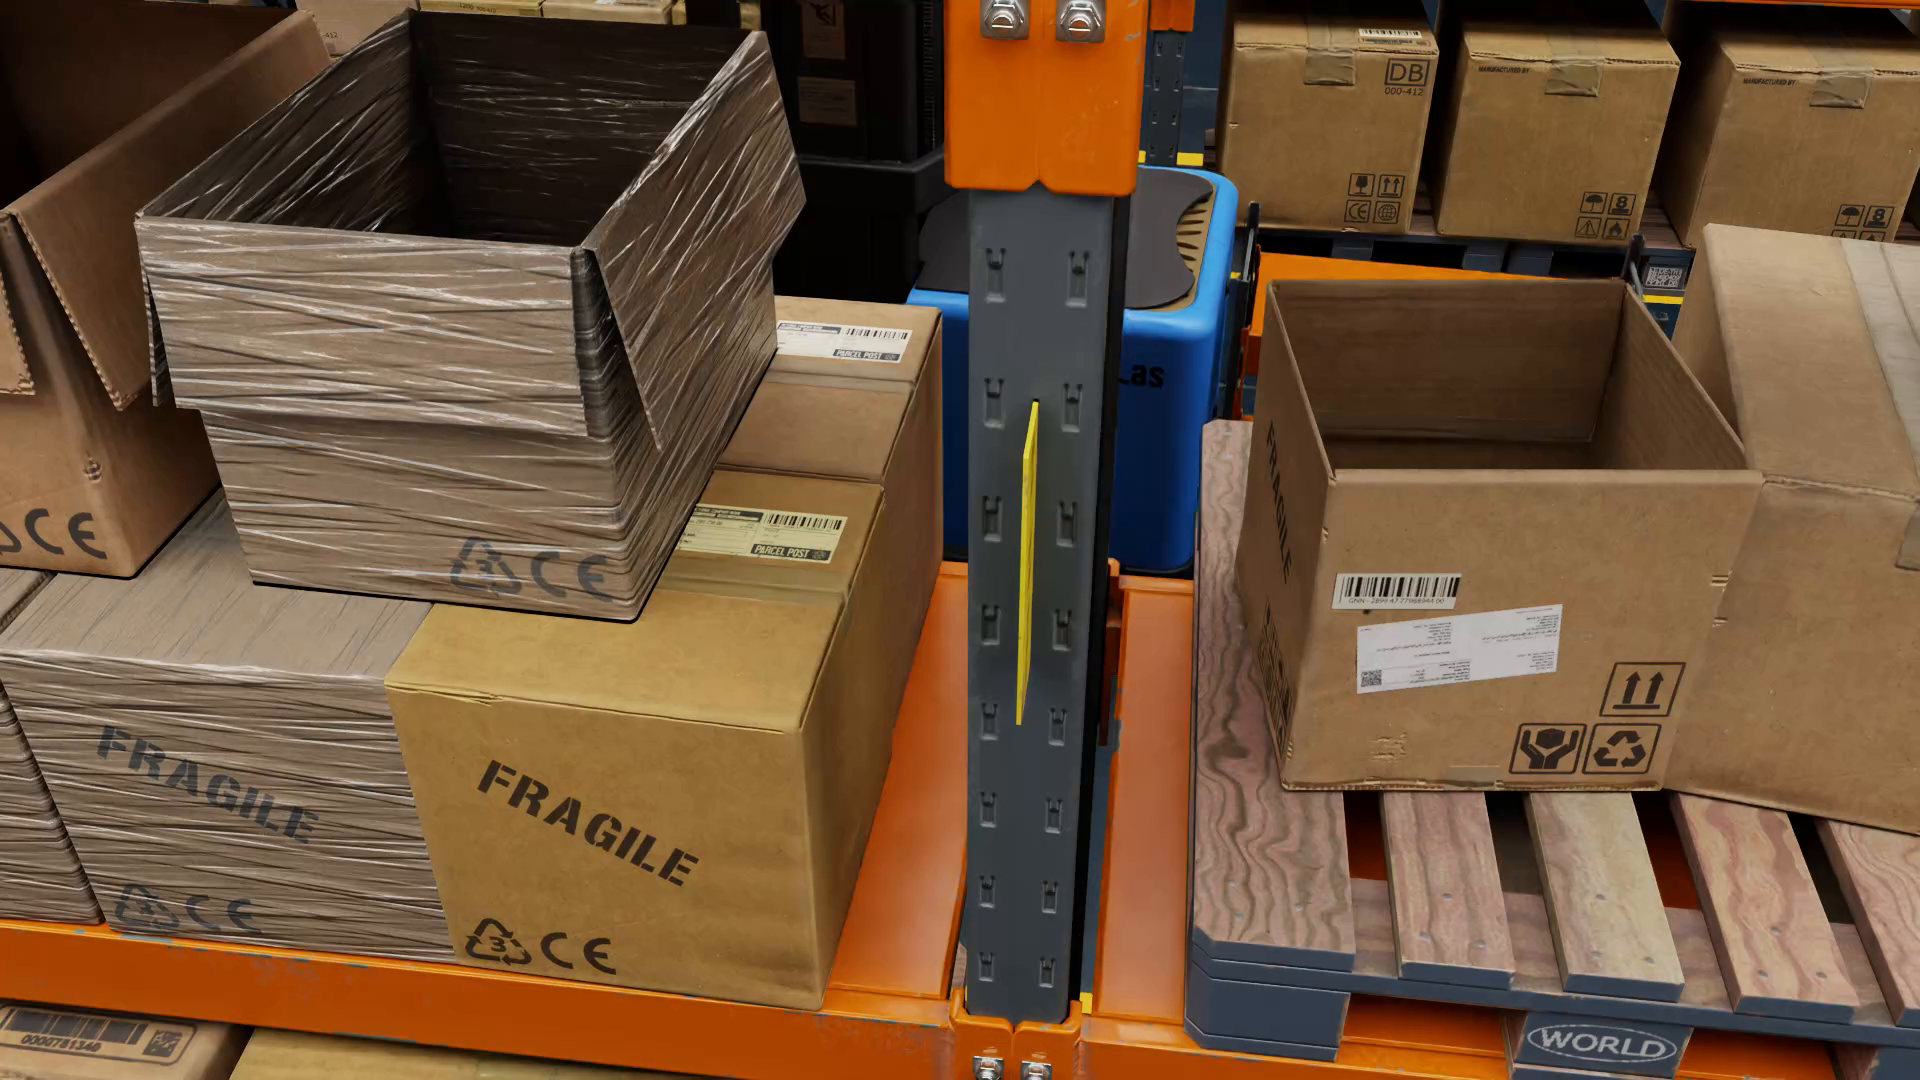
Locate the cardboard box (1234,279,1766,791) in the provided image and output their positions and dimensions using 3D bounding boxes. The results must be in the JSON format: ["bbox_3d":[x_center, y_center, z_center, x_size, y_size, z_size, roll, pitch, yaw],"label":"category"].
[{"bbox_3d":[0.674,-0.015,2.241,0.500,0.500,0.500,0,36,0],"label":"cardboard box"}]

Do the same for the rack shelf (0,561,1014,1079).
[{"bbox_3d":[-1.851,0.325,2.832,4.000,0.370,1.077,4,36,6],"label":"rack shelf"}]

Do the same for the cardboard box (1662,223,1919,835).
[{"bbox_3d":[1.240,-0.031,2.264,0.500,0.500,0.700,9,37,13],"label":"cardboard box"}]

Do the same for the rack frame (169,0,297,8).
[{"bbox_3d":[-3.102,-2.967,6.825,0.127,3.000,1.000,4,36,6],"label":"rack frame"}]

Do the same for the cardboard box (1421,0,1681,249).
[{"bbox_3d":[2.325,-1.766,6.718,0.750,0.750,1.050,5,36,7],"label":"cardboard box"}]

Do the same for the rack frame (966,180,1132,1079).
[{"bbox_3d":[0.133,0.180,2.416,0.127,3.000,1.000,4,36,6],"label":"rack frame"}]

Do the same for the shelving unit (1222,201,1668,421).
[{"bbox_3d":[1.271,-0.283,4.678,1.048,1.125,0.538,7,36,10],"label":"shelving unit"}]

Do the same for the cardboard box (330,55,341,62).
[{"bbox_3d":[-2.403,-1.913,7.138,0.500,0.500,0.500,6,36,8],"label":"cardboard box"}]

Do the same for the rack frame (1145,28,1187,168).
[{"bbox_3d":[0.865,-2.671,6.410,0.127,3.000,1.000,4,36,6],"label":"rack frame"}]

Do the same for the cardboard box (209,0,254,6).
[{"bbox_3d":[-3.418,-2.364,7.561,0.250,0.149,0.380,6,36,8],"label":"cardboard box"}]

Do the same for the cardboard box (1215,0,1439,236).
[{"bbox_3d":[1.458,-1.829,6.806,0.750,0.750,1.050,4,36,5],"label":"cardboard box"}]

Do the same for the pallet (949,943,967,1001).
[{"bbox_3d":[-0.639,1.213,3.369,1.213,0.211,1.003,4,36,6],"label":"pallet"}]

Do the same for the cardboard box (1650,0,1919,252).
[{"bbox_3d":[3.249,-1.698,6.622,0.750,0.750,1.050,4,36,6],"label":"cardboard box"}]

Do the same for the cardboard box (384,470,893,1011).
[{"bbox_3d":[-0.388,0.245,2.238,0.500,0.500,0.500,5,36,7],"label":"cardboard box"}]

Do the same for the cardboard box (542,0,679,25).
[{"bbox_3d":[-1.369,-2.140,6.811,0.500,0.250,0.500,6,36,8],"label":"cardboard box"}]

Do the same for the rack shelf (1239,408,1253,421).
[{"bbox_3d":[1.271,-0.084,4.820,1.000,0.278,0.538,7,36,10],"label":"rack shelf"}]

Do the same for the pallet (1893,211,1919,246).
[{"bbox_3d":[4.058,-1.253,6.825,1.213,0.211,1.003,4,36,6],"label":"pallet"}]

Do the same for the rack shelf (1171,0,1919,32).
[{"bbox_3d":[2.849,-2.230,6.412,4.000,0.370,1.077,4,36,6],"label":"rack shelf"}]

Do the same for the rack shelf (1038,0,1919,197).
[{"bbox_3d":[2.117,-0.600,1.546,4.000,0.370,1.077,4,36,6],"label":"rack shelf"}]

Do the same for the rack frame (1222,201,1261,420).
[{"bbox_3d":[0.773,-0.343,4.762,0.032,1.125,0.500,7,36,10],"label":"rack frame"}]

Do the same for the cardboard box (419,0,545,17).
[{"bbox_3d":[-1.874,-2.181,6.868,0.500,0.250,0.500,5,36,7],"label":"cardboard box"}]

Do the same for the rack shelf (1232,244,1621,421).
[{"bbox_3d":[1.271,-0.521,4.508,1.000,0.278,0.538,7,36,10],"label":"rack shelf"}]

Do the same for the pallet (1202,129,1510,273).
[{"bbox_3d":[1.638,-1.434,7.078,1.213,0.211,1.003,4,36,6],"label":"pallet"}]

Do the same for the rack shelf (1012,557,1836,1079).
[{"bbox_3d":[2.117,0.620,2.418,4.000,0.370,1.077,4,36,6],"label":"rack shelf"}]

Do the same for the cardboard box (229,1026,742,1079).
[{"bbox_3d":[-0.549,0.811,3.000,0.875,0.875,1.225,3,36,4],"label":"cardboard box"}]

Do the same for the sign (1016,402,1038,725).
[{"bbox_3d":[0.066,0.028,1.631,0.005,0.325,0.100,4,36,6],"label":"sign"}]

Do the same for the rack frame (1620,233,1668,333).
[{"bbox_3d":[1.768,-0.223,4.594,0.032,1.125,0.500,7,36,10],"label":"rack frame"}]

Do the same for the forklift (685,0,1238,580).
[{"bbox_3d":[-0.734,-1.314,4.568,3.031,2.935,1.130,7,36,10],"label":"forklift"}]

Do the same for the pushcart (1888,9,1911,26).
[{"bbox_3d":[5.122,-2.850,8.918,0.936,0.377,1.648,-7,36,-10],"label":"pushcart"}]

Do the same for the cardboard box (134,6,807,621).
[{"bbox_3d":[-0.590,-0.333,2.185,0.637,0.503,0.797,5,36,8],"label":"cardboard box"}]

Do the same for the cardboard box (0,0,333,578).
[{"bbox_3d":[-1.236,-0.383,2.254,0.637,0.503,0.797,5,36,7],"label":"cardboard box"}]

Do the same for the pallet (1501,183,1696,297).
[{"bbox_3d":[2.844,-1.342,6.949,1.213,0.211,1.003,4,36,6],"label":"pallet"}]

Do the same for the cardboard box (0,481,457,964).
[{"bbox_3d":[-0.882,0.205,2.295,0.500,0.500,0.500,4,36,6],"label":"cardboard box"}]

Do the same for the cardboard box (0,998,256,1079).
[{"bbox_3d":[-1.432,0.740,3.098,0.875,0.875,1.225,4,36,6],"label":"cardboard box"}]

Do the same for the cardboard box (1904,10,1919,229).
[{"bbox_3d":[4.205,-1.624,6.519,0.750,0.750,1.050,4,36,6],"label":"cardboard box"}]

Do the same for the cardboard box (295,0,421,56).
[{"bbox_3d":[-2.403,-2.219,6.921,0.500,0.250,0.500,3,36,4],"label":"cardboard box"}]

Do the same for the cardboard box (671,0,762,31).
[{"bbox_3d":[-0.851,-2.107,6.765,0.500,0.250,0.500,5,36,7],"label":"cardboard box"}]

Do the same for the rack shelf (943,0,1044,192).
[{"bbox_3d":[-1.851,-0.896,1.961,4.000,0.370,1.077,4,36,6],"label":"rack shelf"}]

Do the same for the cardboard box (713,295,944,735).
[{"bbox_3d":[-0.314,-0.054,2.657,0.500,0.500,0.500,5,36,7],"label":"cardboard box"}]

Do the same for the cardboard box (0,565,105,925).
[{"bbox_3d":[-1.397,0.168,2.346,0.500,0.500,0.500,3,36,4],"label":"cardboard box"}]

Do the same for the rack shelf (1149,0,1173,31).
[{"bbox_3d":[-1.119,-2.526,6.826,4.000,0.370,1.077,4,36,6],"label":"rack shelf"}]

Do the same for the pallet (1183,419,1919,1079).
[{"bbox_3d":[0.854,0.249,2.484,1.003,0.211,1.213,4,36,6],"label":"pallet"}]
